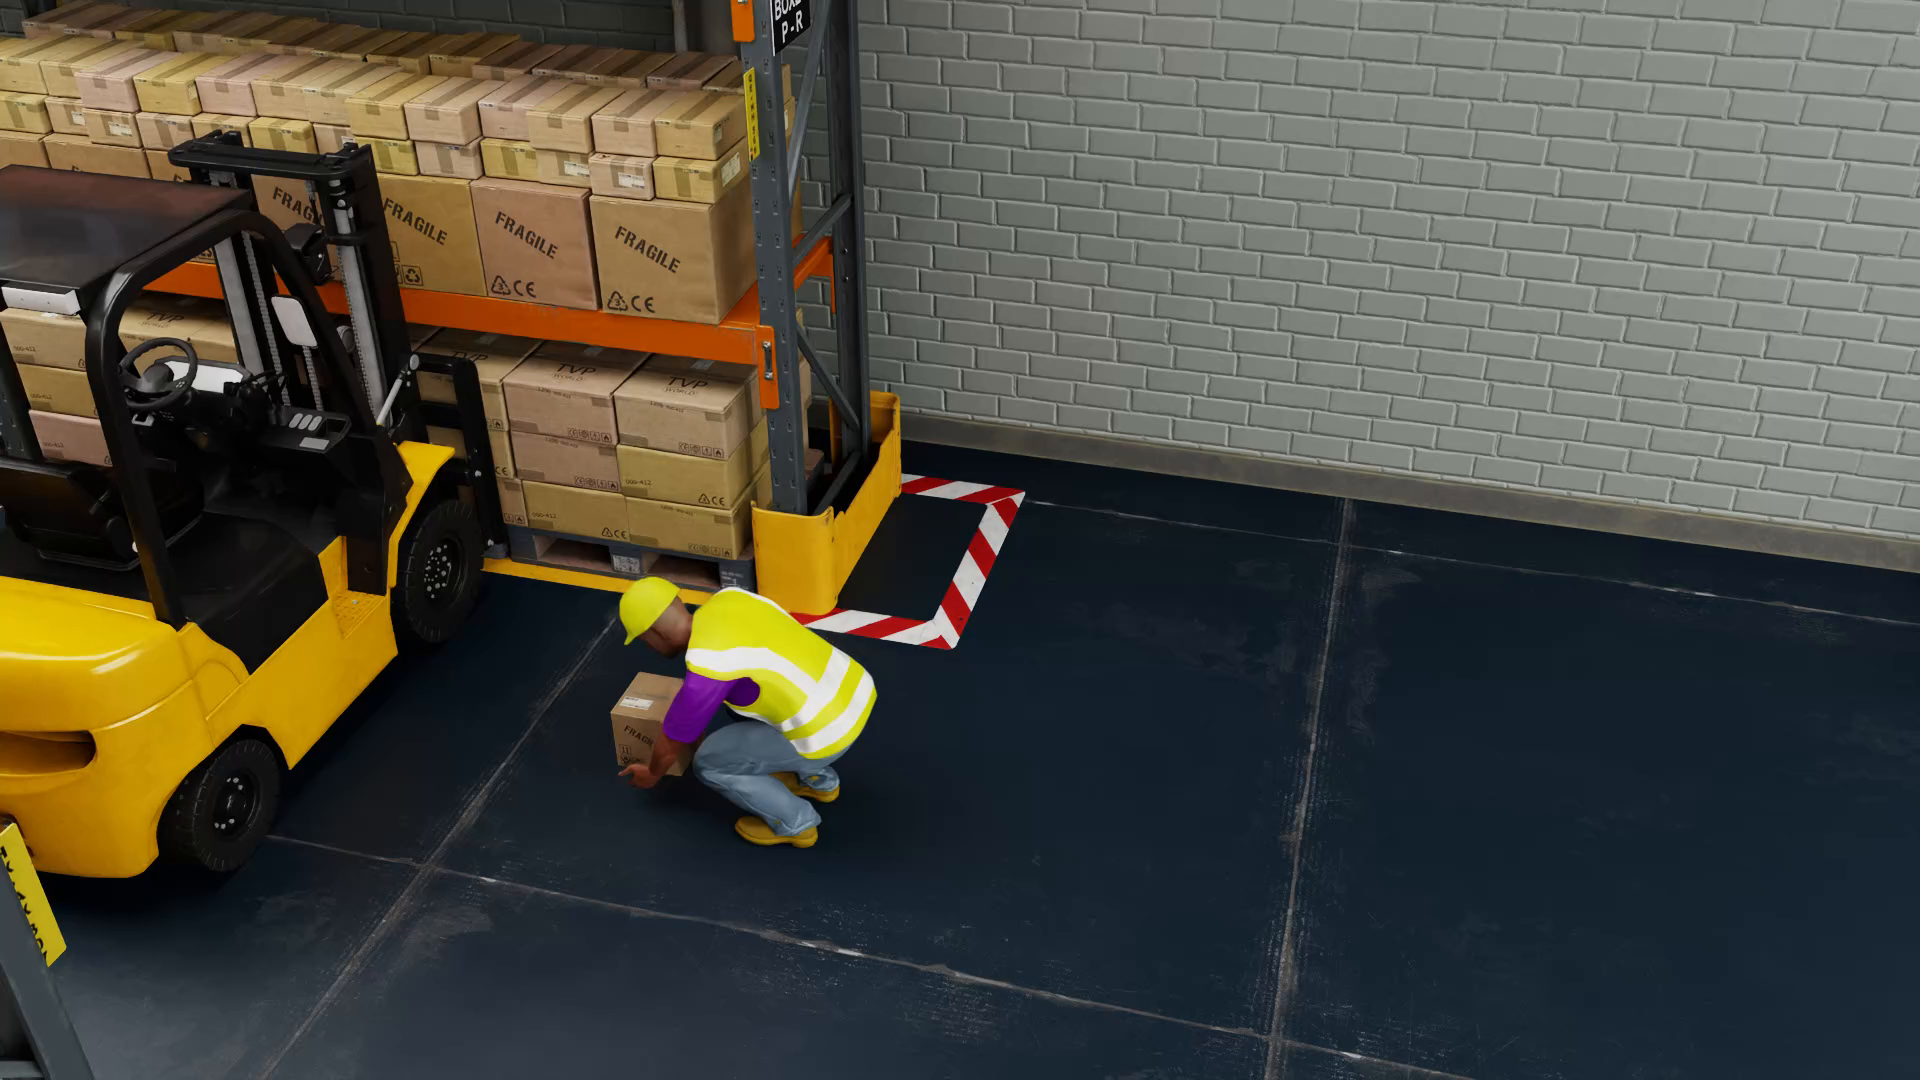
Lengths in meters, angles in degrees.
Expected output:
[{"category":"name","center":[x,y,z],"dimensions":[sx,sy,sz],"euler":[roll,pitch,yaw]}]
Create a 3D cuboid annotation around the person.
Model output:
[{"category":"person","center":[-0.746,0.592,5.894],"dimensions":[0.861,1.017,0.520],"euler":[8,33,12]}]
